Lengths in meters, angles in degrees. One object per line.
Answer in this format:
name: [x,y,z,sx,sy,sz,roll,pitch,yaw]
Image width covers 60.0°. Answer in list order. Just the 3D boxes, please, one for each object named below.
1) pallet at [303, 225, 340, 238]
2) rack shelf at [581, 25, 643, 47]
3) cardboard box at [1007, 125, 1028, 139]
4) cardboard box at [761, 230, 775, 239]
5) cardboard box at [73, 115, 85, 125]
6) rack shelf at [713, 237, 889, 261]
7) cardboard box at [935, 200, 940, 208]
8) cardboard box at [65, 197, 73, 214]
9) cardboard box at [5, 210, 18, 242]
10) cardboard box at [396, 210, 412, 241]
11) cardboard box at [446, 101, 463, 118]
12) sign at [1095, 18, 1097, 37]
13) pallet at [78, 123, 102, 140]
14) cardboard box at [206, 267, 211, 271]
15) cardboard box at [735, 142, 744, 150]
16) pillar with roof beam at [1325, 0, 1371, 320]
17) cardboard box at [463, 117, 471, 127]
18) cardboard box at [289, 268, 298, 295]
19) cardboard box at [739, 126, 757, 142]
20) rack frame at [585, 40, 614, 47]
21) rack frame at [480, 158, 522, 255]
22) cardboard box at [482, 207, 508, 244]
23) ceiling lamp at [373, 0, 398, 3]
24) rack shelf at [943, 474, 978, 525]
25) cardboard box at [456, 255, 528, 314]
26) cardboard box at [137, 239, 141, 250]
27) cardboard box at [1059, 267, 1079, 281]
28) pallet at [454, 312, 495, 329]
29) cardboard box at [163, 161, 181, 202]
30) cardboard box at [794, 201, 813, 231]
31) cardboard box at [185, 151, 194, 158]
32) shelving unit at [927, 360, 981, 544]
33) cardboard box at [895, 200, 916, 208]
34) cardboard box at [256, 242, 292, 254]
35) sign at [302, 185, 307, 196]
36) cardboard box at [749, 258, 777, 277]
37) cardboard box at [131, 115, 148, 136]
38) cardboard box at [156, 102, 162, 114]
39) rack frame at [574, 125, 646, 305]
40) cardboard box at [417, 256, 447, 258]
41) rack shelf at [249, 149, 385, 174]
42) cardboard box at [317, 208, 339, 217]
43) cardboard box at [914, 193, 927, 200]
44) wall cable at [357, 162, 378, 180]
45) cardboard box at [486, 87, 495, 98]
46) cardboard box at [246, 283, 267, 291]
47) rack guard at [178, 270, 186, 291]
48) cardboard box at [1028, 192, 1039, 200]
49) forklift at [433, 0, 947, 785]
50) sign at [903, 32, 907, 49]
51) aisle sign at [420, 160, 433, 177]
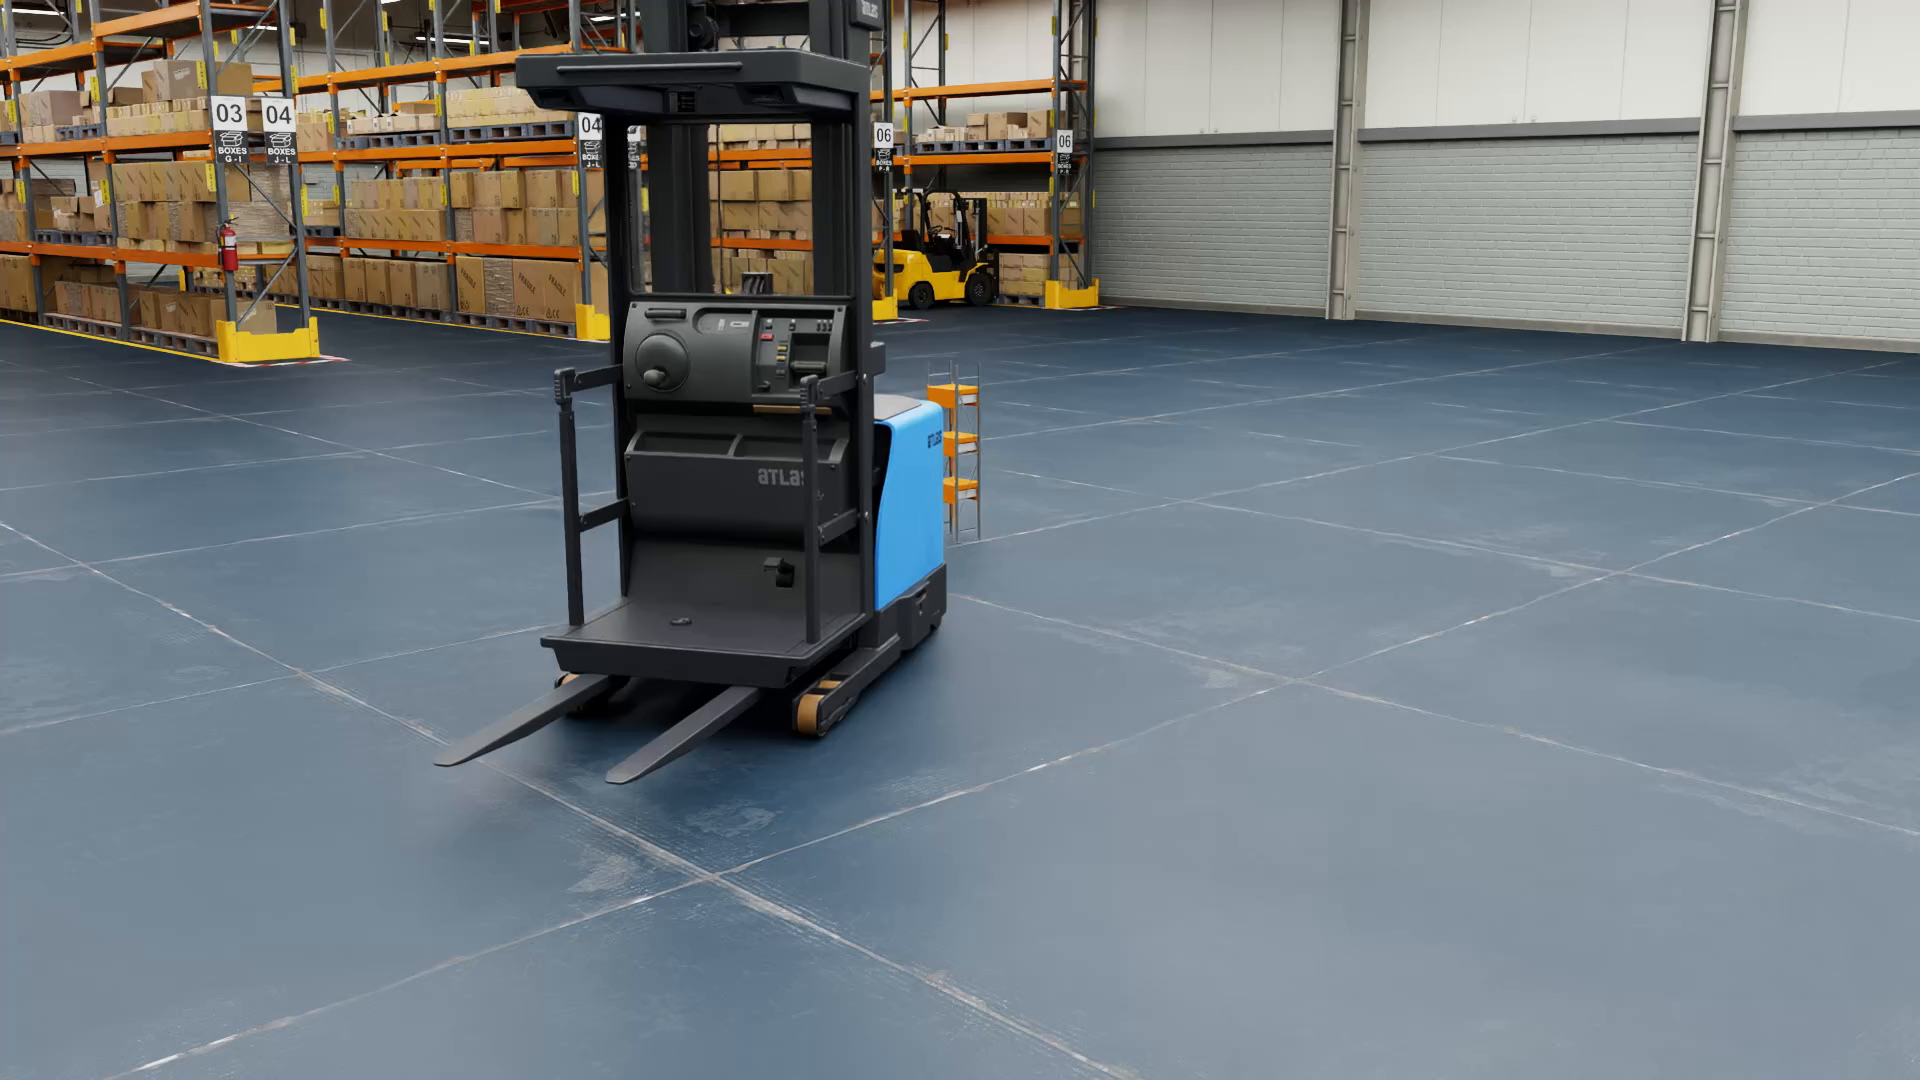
pallet: [-11.120,-5.594,30.106,1.213,0.211,1.003,-11,16,-43]
rack shelf: [-7.596,-12.085,39.816,1.077,0.370,4.000,-11,16,-43]
cardboard box: [1.105,-7.602,30.986,0.396,0.266,0.258,-11,16,-42]
cardboard box: [-3.221,-5.285,28.753,0.380,0.149,0.250,-11,16,-43]
cardboard box: [-12.812,-6.159,24.476,0.250,0.166,0.380,11,16,44]
rack shelf: [-2.897,-5.076,28.896,1.077,0.370,4.000,-11,16,-43]
cardboard box: [-0.280,-6.624,32.773,0.380,0.149,0.250,-11,16,-43]
cardboard box: [-13.348,-5.036,25.635,0.700,0.500,0.500,-8,14,-34]
cardboard box: [-15.068,-5.083,26.900,0.500,0.500,0.500,-11,16,-43]
cardboard box: [-9.040,-5.251,27.715,0.500,0.500,0.500,-11,16,-42]
cardboard box: [-7.653,-6.701,25.915,0.500,0.250,0.500,-11,16,-42]
sign: [2.478,-9.378,30.422,0.100,0.325,0.005,-11,16,-43]
pallet: [-11.794,-5.821,23.763,1.213,0.211,1.003,-11,16,-43]
cardboard box: [-15.369,-5.641,34.407,0.250,0.149,0.380,11,16,42]
cardboard box: [-3.704,-6.877,29.048,0.380,0.149,0.250,-10,15,-41]
pillar with roof beam: [3.273,-7.518,24.102,9.100,9.000,0.400,-11,16,-43]
cardboard box: [-7.431,-6.441,25.643,0.380,0.149,0.250,-11,16,-43]
cardboard box: [-12.256,-4.868,31.259,0.500,0.500,0.500,-11,16,-42]
cardboard box: [-3.472,-7.010,28.703,0.500,0.250,0.500,-11,16,-42]
rack frame: [-8.977,-11.102,41.495,1.000,3.000,0.127,-11,16,-43]
rack frame: [-9.802,-6.887,35.907,1.000,3.000,0.127,-11,16,-43]
cardboard box: [-6.841,-4.864,25.716,0.875,0.550,0.550,-11,16,-43]
ceiling lamp: [-10.806,-12.258,32.644,0.800,3.185,2.000,-11,16,-43]
rack shelf: [-0.037,-0.239,9.902,0.215,0.259,0.240,-11,16,-43]
cardboard box: [-7.404,-4.079,26.500,0.875,0.875,0.875,-11,16,-42]
cardboard box: [-10.979,-4.036,22.692,0.380,0.149,0.250,-11,16,-43]
cardboard box: [1.898,-5.030,31.425,0.500,0.250,0.500,-11,16,-42]
pallet: [-7.320,-3.528,26.510,1.003,0.211,1.213,-11,16,-43]
cardboard box: [-9.934,-4.631,21.491,0.500,0.500,0.500,-11,16,-43]
cardboard box: [-2.432,-5.445,27.923,0.500,0.500,0.500,-11,16,-42]
cardboard box: [-15.589,-7.984,34.167,0.500,0.250,0.500,-10,15,-41]
shelving unit: [-0.037,-0.522,9.843,0.215,1.050,0.252,-11,16,-43]
cardboard box: [-1.087,-6.798,33.616,0.380,0.149,0.250,-10,15,-41]
cardboard box: [-8.707,-3.707,21.092,0.380,0.149,0.250,-11,16,-43]
sign: [-12.914,-6.828,32.749,0.100,0.325,0.005,-11,16,-43]
cardboard box: [-3.331,-4.670,29.059,0.500,0.500,0.500,-10,15,-40]
cardboard box: [-10.615,-5.483,22.027,0.500,0.250,0.500,11,16,43]
cardboard box: [-10.149,-5.580,21.514,0.250,0.149,0.380,11,16,42]
rack frame: [-5.026,-4.431,23.987,1.000,3.000,0.127,-11,16,-43]
cardboard box: [-12.037,-6.339,38.557,0.875,0.438,0.875,11,16,43]
rack shelf: [-11.932,-7.008,30.841,1.077,0.370,4.000,-11,16,-43]
cardboard box: [-11.221,-5.836,29.649,0.380,0.149,0.250,-10,16,-41]
cardboard box: [-0.685,-6.836,33.068,0.380,0.149,0.250,-10,16,-41]
wall cable: [-15.458,-8.988,43.584,0.588,1.984,0.122,-11,16,-43]
cardboard box: [-6.903,-6.720,25.022,0.380,0.149,0.250,-11,16,-43]
cardboard box: [-13.830,-5.002,32.780,0.380,0.149,0.250,-11,16,-42]
rack guard: [-16.023,-5.531,35.519,1.175,0.500,0.348,-11,16,-43]
cardboard box: [1.479,-6.395,30.926,0.380,0.149,0.250,-11,16,-42]
forklift: [-0.956,-0.776,6.414,1.130,2.935,3.031,3,12,15]
sign: [-1.074,-9.769,32.517,0.100,0.325,0.005,-11,16,-43]
aisle sign: [-12.390,-8.798,38.739,0.394,0.787,0.004,-11,16,-43]
